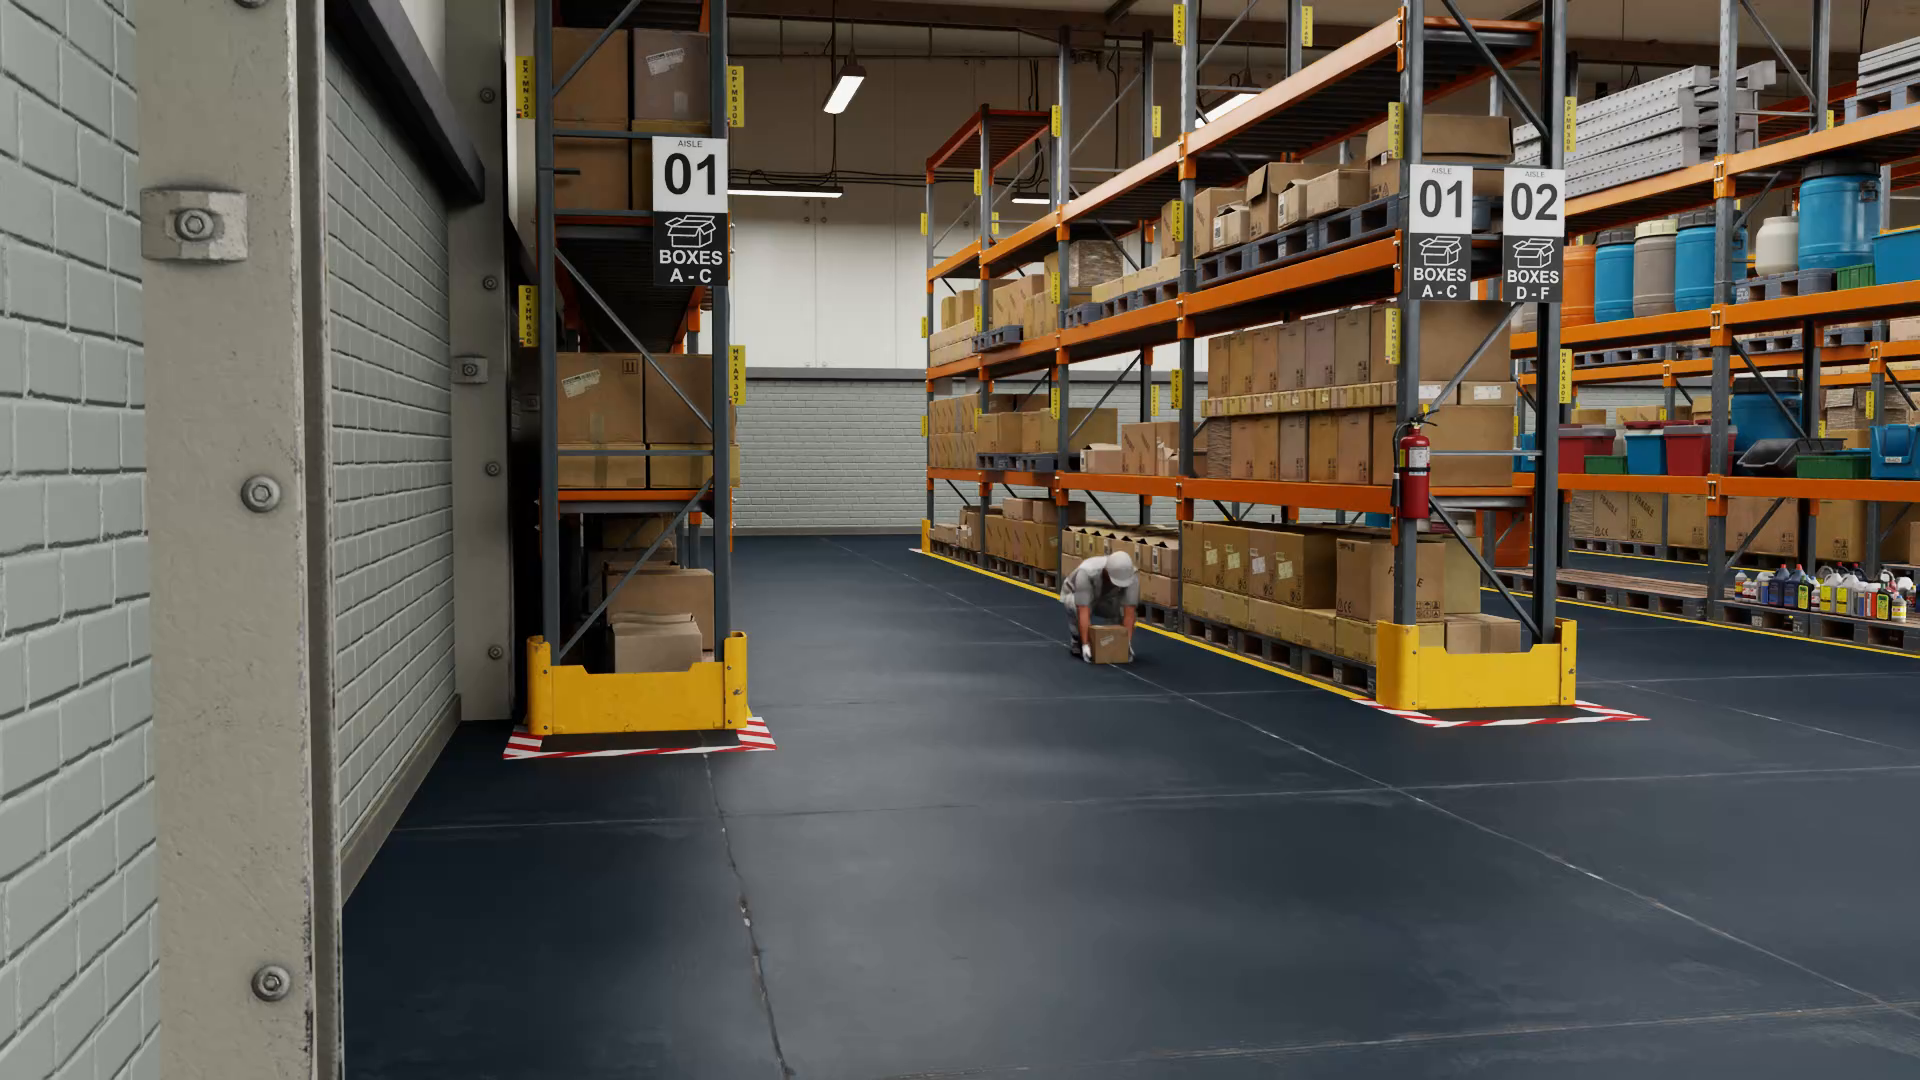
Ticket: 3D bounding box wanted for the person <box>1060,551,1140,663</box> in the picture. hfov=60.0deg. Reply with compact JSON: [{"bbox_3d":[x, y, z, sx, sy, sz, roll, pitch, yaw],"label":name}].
[{"bbox_3d":[1.044,0.498,12.350,0.533,0.876,0.910,-1,3,-12],"label":"person"}]
